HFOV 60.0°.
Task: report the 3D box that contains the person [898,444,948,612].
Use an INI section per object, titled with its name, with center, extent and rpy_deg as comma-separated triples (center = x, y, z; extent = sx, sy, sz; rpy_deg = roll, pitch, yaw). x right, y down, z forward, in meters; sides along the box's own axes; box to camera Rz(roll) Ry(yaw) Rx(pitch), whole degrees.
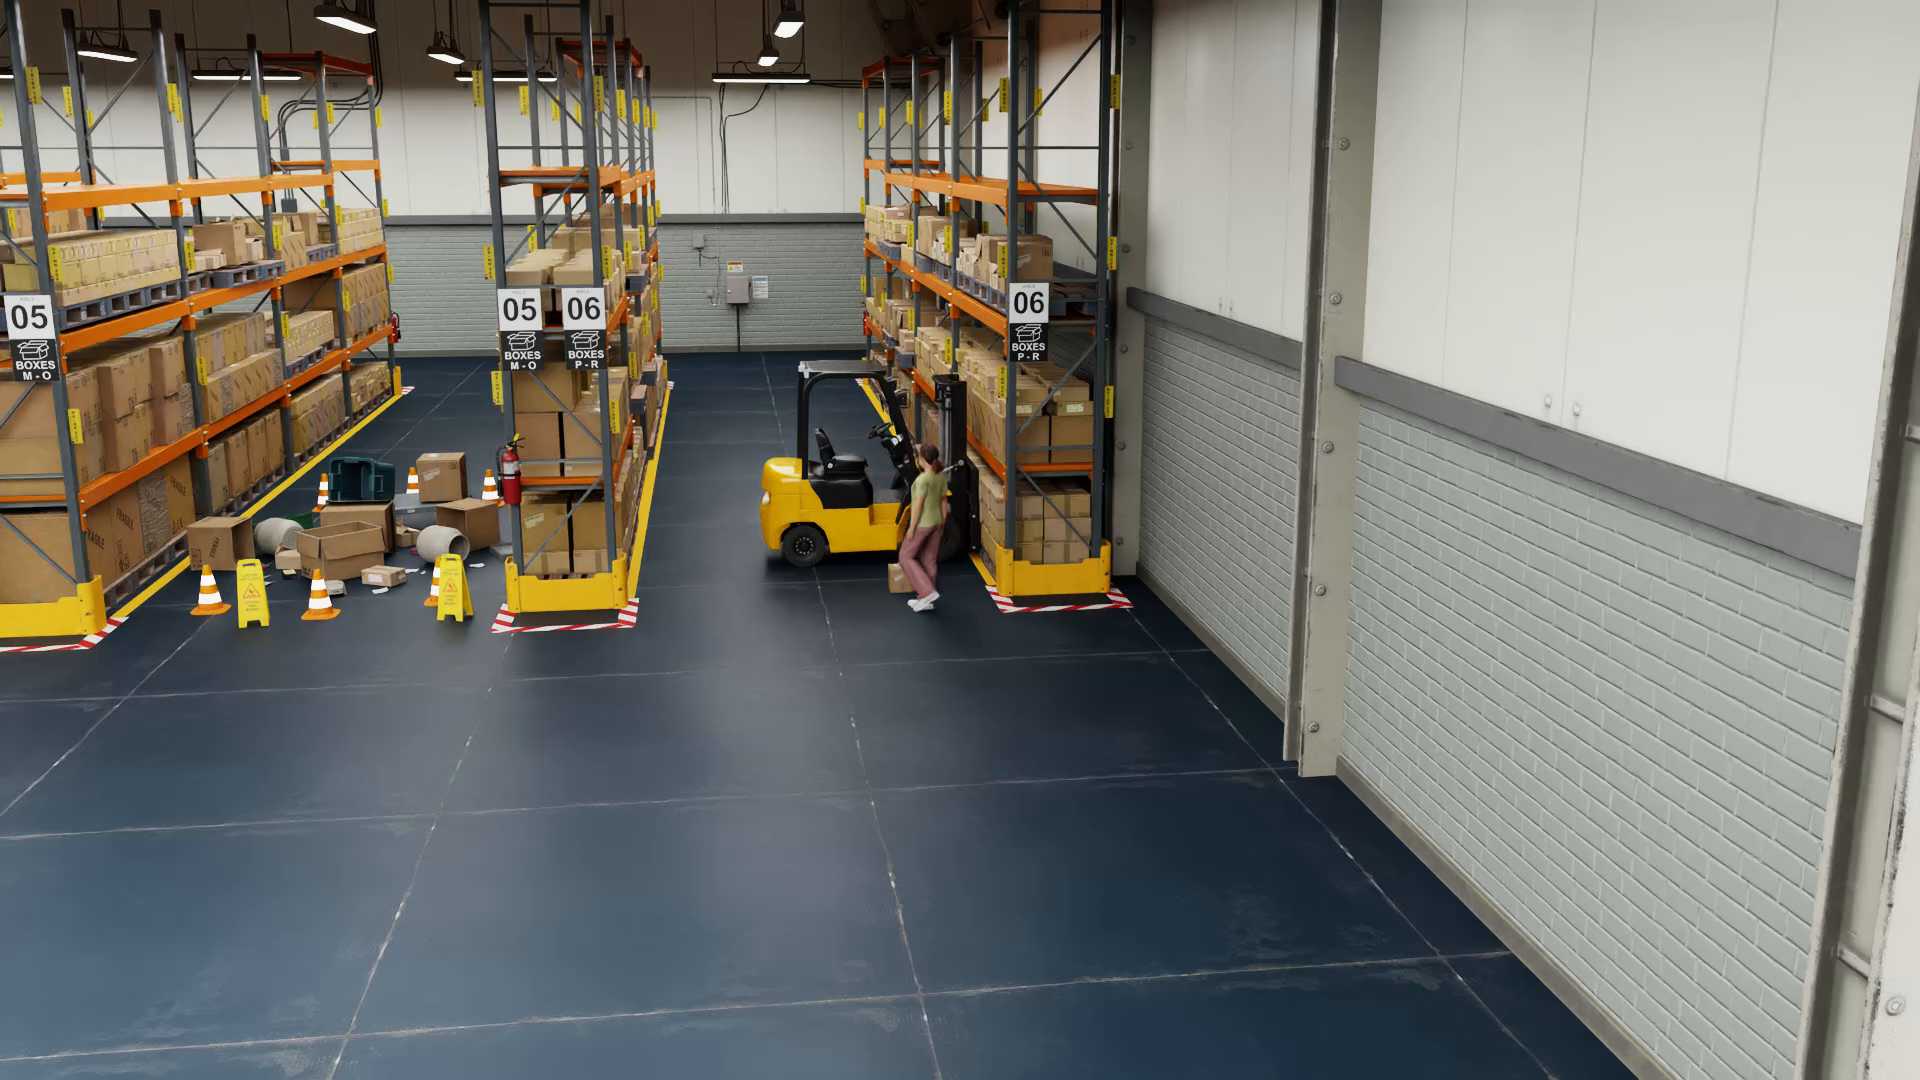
[person]
center = -0.340, -0.128, 16.489
extent = 0.435, 1.672, 0.457
rpy_deg = 10, 16, 35
